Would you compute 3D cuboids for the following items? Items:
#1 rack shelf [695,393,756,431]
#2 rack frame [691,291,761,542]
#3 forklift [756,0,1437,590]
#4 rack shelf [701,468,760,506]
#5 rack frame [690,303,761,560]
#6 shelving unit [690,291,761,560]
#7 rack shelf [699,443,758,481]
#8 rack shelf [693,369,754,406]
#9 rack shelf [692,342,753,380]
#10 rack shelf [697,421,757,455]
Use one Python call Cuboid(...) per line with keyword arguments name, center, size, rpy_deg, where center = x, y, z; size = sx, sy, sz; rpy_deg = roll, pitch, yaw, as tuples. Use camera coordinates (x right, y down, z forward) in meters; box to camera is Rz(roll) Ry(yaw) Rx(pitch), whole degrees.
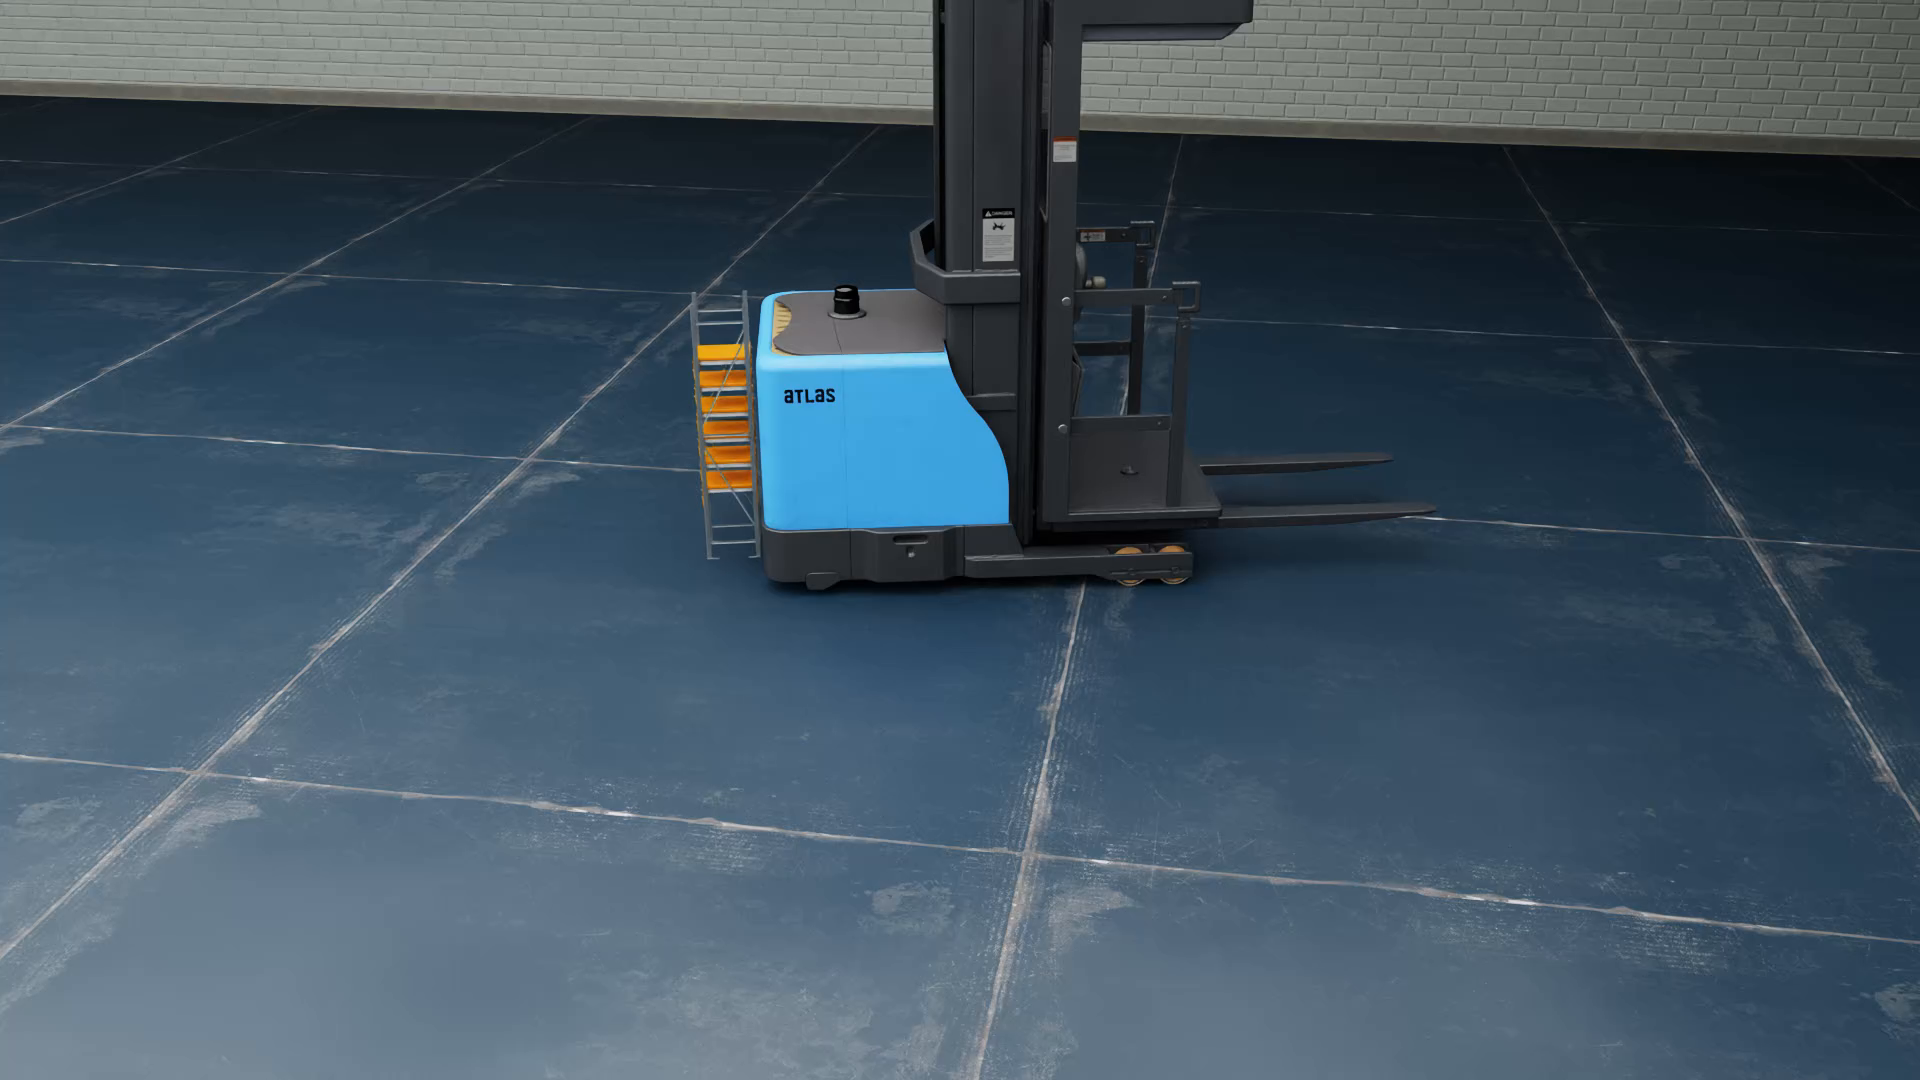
Cuboid(name="rack shelf", center=(-1.037, -0.566, 7.366), size=(0.258, 0.103, 0.180), rpy_deg=(-3, 25, -5))
Cuboid(name="rack frame", center=(-1.046, -0.536, 7.480), size=(0.240, 1.200, 0.006), rpy_deg=(-3, 25, -5))
Cuboid(name="forklift", center=(0.620, -1.349, 7.174), size=(3.031, 2.935, 1.130), rpy_deg=(-2, 25, -4))
Cuboid(name="rack shelf", center=(-1.037, -0.240, 7.518), size=(0.258, 0.103, 0.180), rpy_deg=(-3, 25, -5))
Cuboid(name="rack frame", center=(-1.027, -0.459, 7.315), size=(0.240, 1.200, 0.006), rpy_deg=(-3, 25, -5))
Cuboid(name="shelving unit", center=(-1.037, -0.498, 7.398), size=(0.258, 1.200, 0.189), rpy_deg=(-3, 25, -5))
Cuboid(name="rack shelf", center=(-1.037, -0.349, 7.467), size=(0.258, 0.103, 0.180), rpy_deg=(-3, 25, -5))
Cuboid(name="rack shelf", center=(-1.037, -0.675, 7.315), size=(0.258, 0.103, 0.180), rpy_deg=(-3, 25, -5))
Cuboid(name="rack shelf", center=(-1.037, -0.783, 7.264), size=(0.258, 0.103, 0.180), rpy_deg=(-3, 25, -5))
Cuboid(name="rack shelf", center=(-1.037, -0.457, 7.416), size=(0.258, 0.103, 0.180), rpy_deg=(-3, 25, -5))
